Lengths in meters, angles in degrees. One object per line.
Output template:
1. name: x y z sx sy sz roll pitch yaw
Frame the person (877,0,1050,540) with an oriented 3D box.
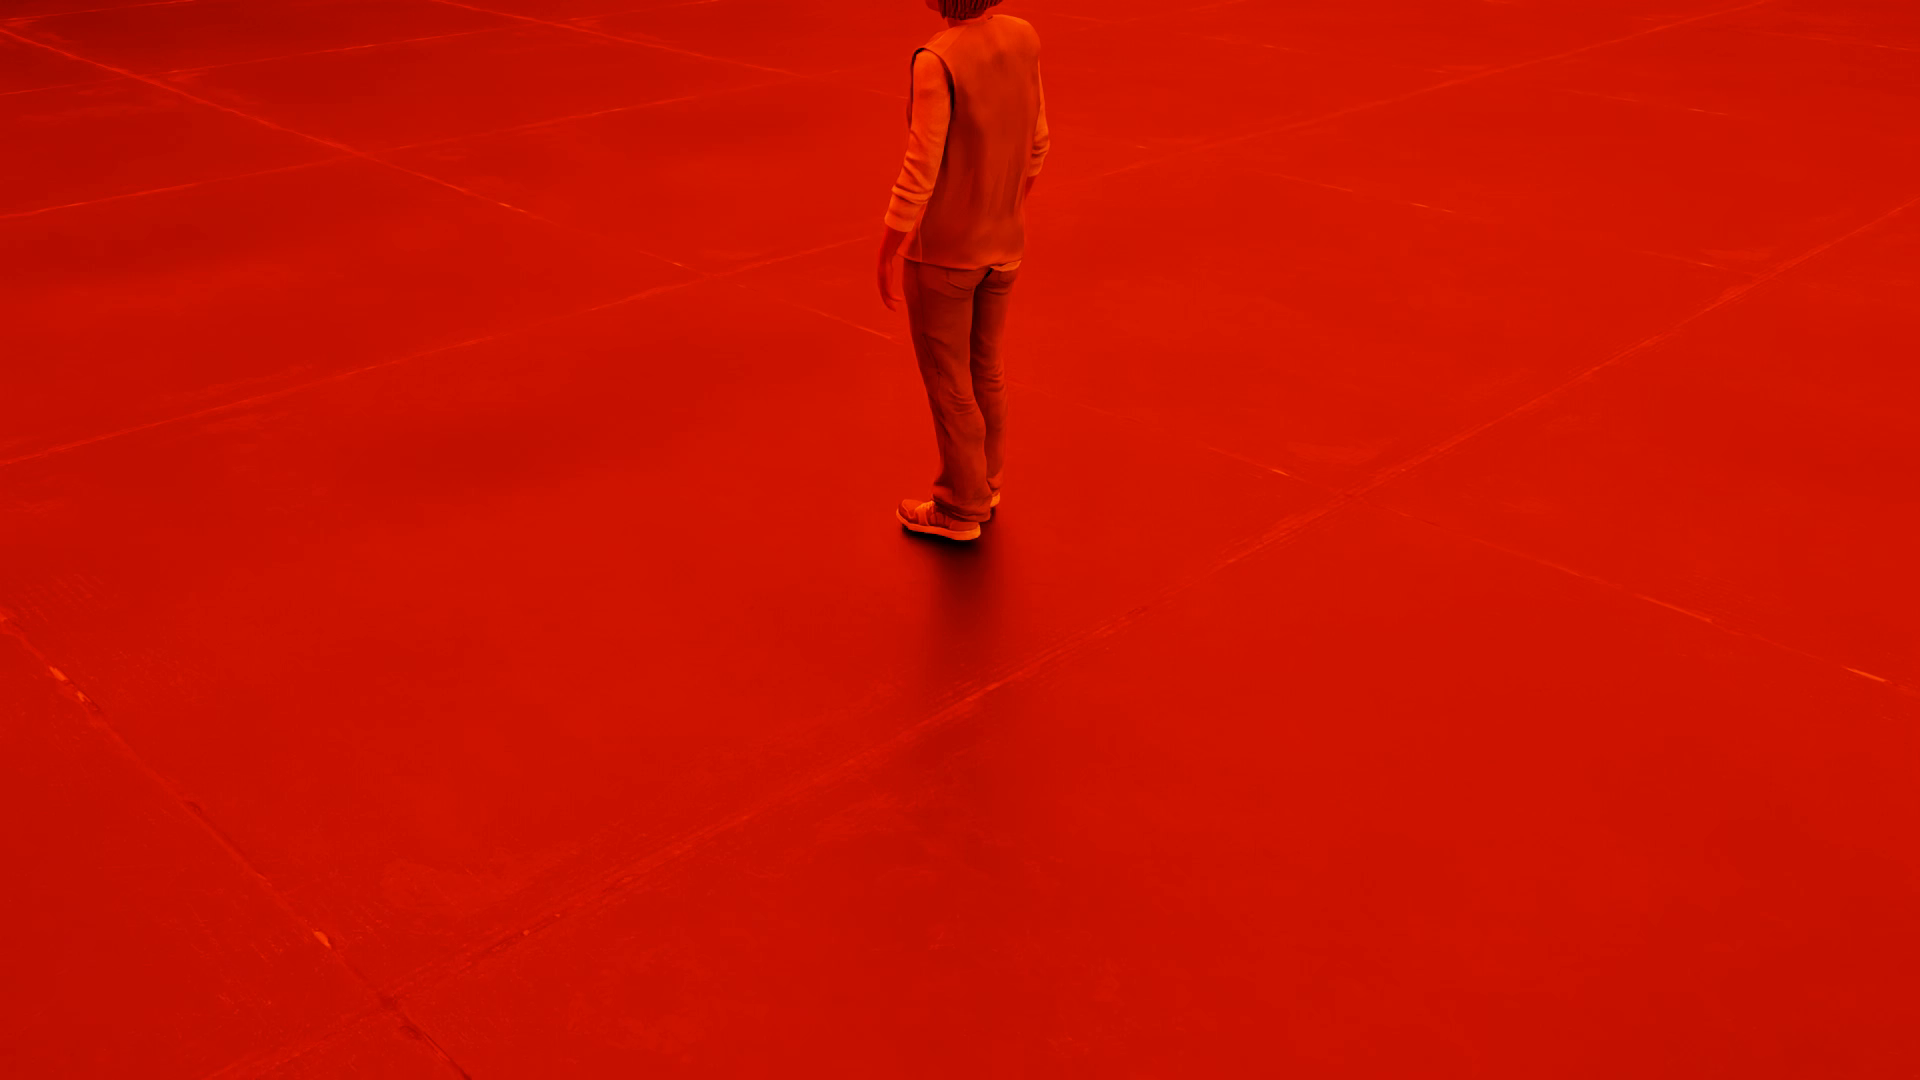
1. person: -0.042 -0.751 4.243 0.520 1.597 0.475 -24 35 -39
